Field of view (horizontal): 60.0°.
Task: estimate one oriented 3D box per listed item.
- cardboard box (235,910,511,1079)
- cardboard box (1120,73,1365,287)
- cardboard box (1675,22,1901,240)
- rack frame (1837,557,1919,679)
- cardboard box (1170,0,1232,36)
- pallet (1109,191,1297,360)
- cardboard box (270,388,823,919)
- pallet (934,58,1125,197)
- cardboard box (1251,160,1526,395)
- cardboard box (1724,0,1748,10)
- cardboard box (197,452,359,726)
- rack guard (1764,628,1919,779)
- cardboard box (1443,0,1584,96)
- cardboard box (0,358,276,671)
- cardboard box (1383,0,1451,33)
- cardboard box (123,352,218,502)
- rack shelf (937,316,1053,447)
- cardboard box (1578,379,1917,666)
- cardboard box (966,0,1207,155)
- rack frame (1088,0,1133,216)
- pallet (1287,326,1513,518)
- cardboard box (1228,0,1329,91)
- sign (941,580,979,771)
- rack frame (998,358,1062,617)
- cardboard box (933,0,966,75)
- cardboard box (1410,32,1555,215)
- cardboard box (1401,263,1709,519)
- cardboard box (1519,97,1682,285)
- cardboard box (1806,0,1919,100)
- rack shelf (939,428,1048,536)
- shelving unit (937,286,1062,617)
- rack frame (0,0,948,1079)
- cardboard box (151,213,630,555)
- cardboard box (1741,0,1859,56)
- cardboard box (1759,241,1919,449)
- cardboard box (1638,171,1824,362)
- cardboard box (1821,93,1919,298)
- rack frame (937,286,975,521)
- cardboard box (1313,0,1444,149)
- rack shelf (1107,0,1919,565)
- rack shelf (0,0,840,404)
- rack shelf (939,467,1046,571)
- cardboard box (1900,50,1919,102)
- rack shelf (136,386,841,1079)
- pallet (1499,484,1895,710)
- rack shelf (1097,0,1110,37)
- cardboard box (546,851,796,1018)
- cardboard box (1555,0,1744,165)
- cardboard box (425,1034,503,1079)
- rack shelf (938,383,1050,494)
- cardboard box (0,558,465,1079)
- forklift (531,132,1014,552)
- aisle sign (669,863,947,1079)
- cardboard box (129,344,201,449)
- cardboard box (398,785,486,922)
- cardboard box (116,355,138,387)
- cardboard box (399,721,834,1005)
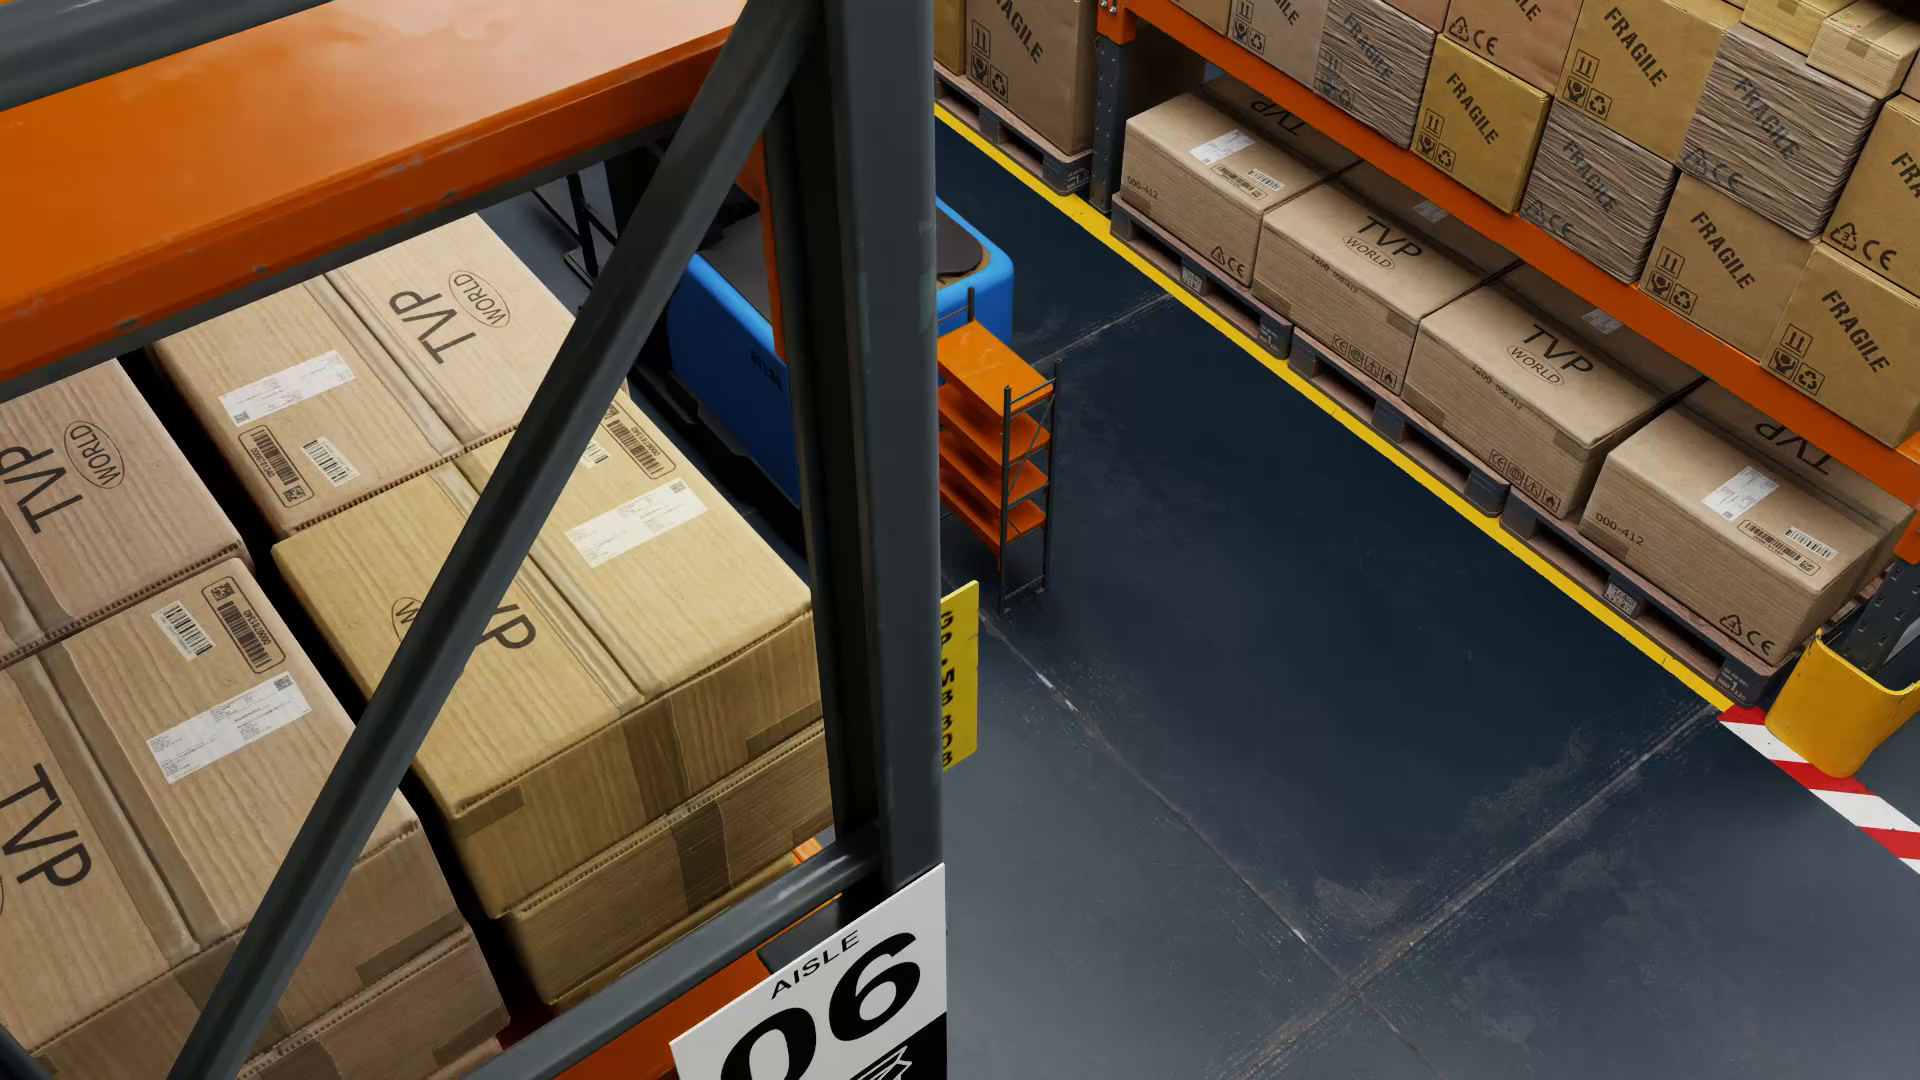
[{"bbox_3d":[-0.938,0.524,2.125,0.500,0.250,0.500,-30,55,-25],"label":"cardboard box"},{"bbox_3d":[1.369,-1.729,7.737,0.875,0.438,0.875,-30,54,-24],"label":"cardboard box"},{"bbox_3d":[2.675,-1.350,5.206,0.500,0.500,0.500,-29,54,-24],"label":"cardboard box"},{"bbox_3d":[3.496,-0.508,5.185,1.000,3.000,0.127,-29,54,-24],"label":"rack frame"},{"bbox_3d":[1.150,-2.506,6.929,0.500,0.500,0.500,-28,54,-23],"label":"cardboard box"},{"bbox_3d":[1.472,-1.446,7.918,1.003,0.211,1.213,-29,54,-24],"label":"pallet"},{"bbox_3d":[-0.521,0.122,2.152,0.500,0.250,0.500,-30,54,-24],"label":"cardboard box"},{"bbox_3d":[0.547,-2.351,8.738,1.003,0.211,1.213,-29,54,-24],"label":"pallet"},{"bbox_3d":[1.911,-1.201,7.259,0.875,0.438,0.875,-31,55,-25],"label":"cardboard box"},{"bbox_3d":[2.502,-1.823,5.197,0.380,0.149,0.250,-30,54,-24],"label":"cardboard box"},{"bbox_3d":[-0.827,-0.011,2.610,0.500,0.250,0.500,-28,54,-23],"label":"cardboard box"},{"bbox_3d":[3.511,0.346,6.098,1.175,0.500,0.348,-29,54,-24],"label":"rack guard"},{"bbox_3d":[2.075,-1.940,5.741,0.500,0.500,0.500,-30,54,-24],"label":"cardboard box"},{"bbox_3d":[-1.258,0.052,2.215,0.500,0.250,0.500,-31,55,-25],"label":"cardboard box"},{"bbox_3d":[1.772,-2.239,6.011,0.500,0.500,0.500,-28,54,-23],"label":"cardboard box"},{"bbox_3d":[-1.127,-0.318,2.888,0.500,0.250,0.500,-31,55,-25],"label":"cardboard box"},{"bbox_3d":[0.100,-0.569,5.925,0.258,0.148,0.480,-29,54,-24],"label":"rack shelf"},{"bbox_3d":[3.017,-0.133,6.291,0.875,0.438,0.875,-31,55,-25],"label":"cardboard box"},{"bbox_3d":[0.635,-2.624,8.253,0.875,0.875,0.875,-28,54,-23],"label":"cardboard box"},{"bbox_3d":[1.074,-2.867,7.323,1.000,3.000,0.127,-29,54,-24],"label":"rack frame"},{"bbox_3d":[2.215,-0.727,7.265,1.003,0.211,1.213,-29,54,-24],"label":"pallet"},{"bbox_3d":[1.451,-2.207,6.658,0.500,0.500,0.500,-29,54,-24],"label":"cardboard box"},{"bbox_3d":[-0.020,0.176,1.950,0.100,0.325,0.005,-29,54,-24],"label":"sign"},{"bbox_3d":[0.248,-0.162,6.085,0.240,1.200,0.015,-29,54,-24],"label":"rack frame"},{"bbox_3d":[0.082,-3.153,8.733,0.875,0.875,0.875,-28,54,-23],"label":"cardboard box"},{"bbox_3d":[2.059,-1.607,6.114,0.500,0.500,0.500,-28,54,-23],"label":"cardboard box"},{"bbox_3d":[2.456,-0.669,6.776,0.875,0.438,0.875,-28,54,-23],"label":"cardboard box"},{"bbox_3d":[2.382,-1.309,5.843,0.500,0.500,0.500,-28,54,-23],"label":"cardboard box"},{"bbox_3d":[2.723,-1.470,4.877,0.380,0.149,0.250,-30,54,-24],"label":"cardboard box"},{"bbox_3d":[0.100,-0.260,6.266,0.258,0.148,0.480,-29,54,-24],"label":"rack shelf"},{"bbox_3d":[0.100,-0.305,6.216,0.258,1.200,0.503,-29,54,-24],"label":"shelving unit"},{"bbox_3d":[-0.452,-0.294,0.942,1.000,3.000,0.127,-29,54,-24],"label":"rack frame"},{"bbox_3d":[-0.814,-0.187,2.432,0.500,0.250,0.500,-30,54,-24],"label":"cardboard box"},{"bbox_3d":[2.604,-1.637,5.028,0.380,0.149,0.250,-28,54,-23],"label":"cardboard box"},{"bbox_3d":[2.993,-0.707,5.298,0.500,0.500,0.500,-29,54,-24],"label":"cardboard box"},{"bbox_3d":[2.702,-1.010,5.572,0.500,0.500,0.500,-30,55,-25],"label":"cardboard box"},{"bbox_3d":[3.015,-1.055,4.938,0.500,0.500,0.500,-28,54,-23],"label":"cardboard box"},{"bbox_3d":[-0.047,-0.449,6.346,0.240,1.200,0.015,-29,54,-24],"label":"rack frame"},{"bbox_3d":[1.747,-1.911,6.389,0.500,0.500,0.500,-29,54,-24],"label":"cardboard box"},{"bbox_3d":[2.285,-1.446,6.520,1.077,0.370,4.000,-29,54,-24],"label":"rack shelf"},{"bbox_3d":[-1.663,-1.231,2.278,1.077,0.370,4.000,-29,54,-24],"label":"rack shelf"},{"bbox_3d":[0.100,-0.127,6.413,0.258,0.148,0.480,-29,54,-24],"label":"rack shelf"},{"bbox_3d":[2.947,-1.356,4.773,0.380,0.149,0.250,-28,54,-23],"label":"cardboard box"},{"bbox_3d":[-1.663,-0.224,3.388,1.077,0.370,4.000,-29,54,-24],"label":"rack shelf"},{"bbox_3d":[2.950,-0.008,6.613,1.003,0.211,1.213,-29,54,-24],"label":"pallet"},{"bbox_3d":[-0.137,-3.804,8.659,1.077,0.370,4.000,-29,54,-24],"label":"rack shelf"},{"bbox_3d":[-0.460,0.505,2.411,0.380,0.149,0.250,-28,54,-23],"label":"cardboard box"},{"bbox_3d":[2.378,-1.643,5.471,0.500,0.500,0.500,-30,54,-24],"label":"cardboard box"},{"bbox_3d":[-0.830,0.713,2.223,0.380,0.149,0.250,-28,54,-23],"label":"cardboard box"},{"bbox_3d":[0.100,-0.410,6.100,0.258,0.148,0.480,-29,54,-24],"label":"rack shelf"},{"bbox_3d":[-0.943,0.359,1.937,0.500,0.250,0.500,-31,55,-25],"label":"cardboard box"},{"bbox_3d":[-1.060,-1.976,6.562,1.130,2.935,3.031,-29,54,-24],"label":"forklift"},{"bbox_3d":[-0.177,0.756,2.284,0.394,0.787,0.004,-29,54,-24],"label":"aisle sign"},{"bbox_3d":[-1.129,-0.477,2.695,0.500,0.250,0.500,-30,55,-25],"label":"cardboard box"},{"bbox_3d":[-0.640,0.363,2.540,0.380,0.149,0.250,-28,54,-23],"label":"cardboard box"},{"bbox_3d":[-1.459,-0.613,3.156,0.500,0.250,0.500,-30,55,-25],"label":"cardboard box"},{"bbox_3d":[-0.503,0.280,2.347,0.500,0.250,0.500,-30,54,-24],"label":"cardboard box"}]
